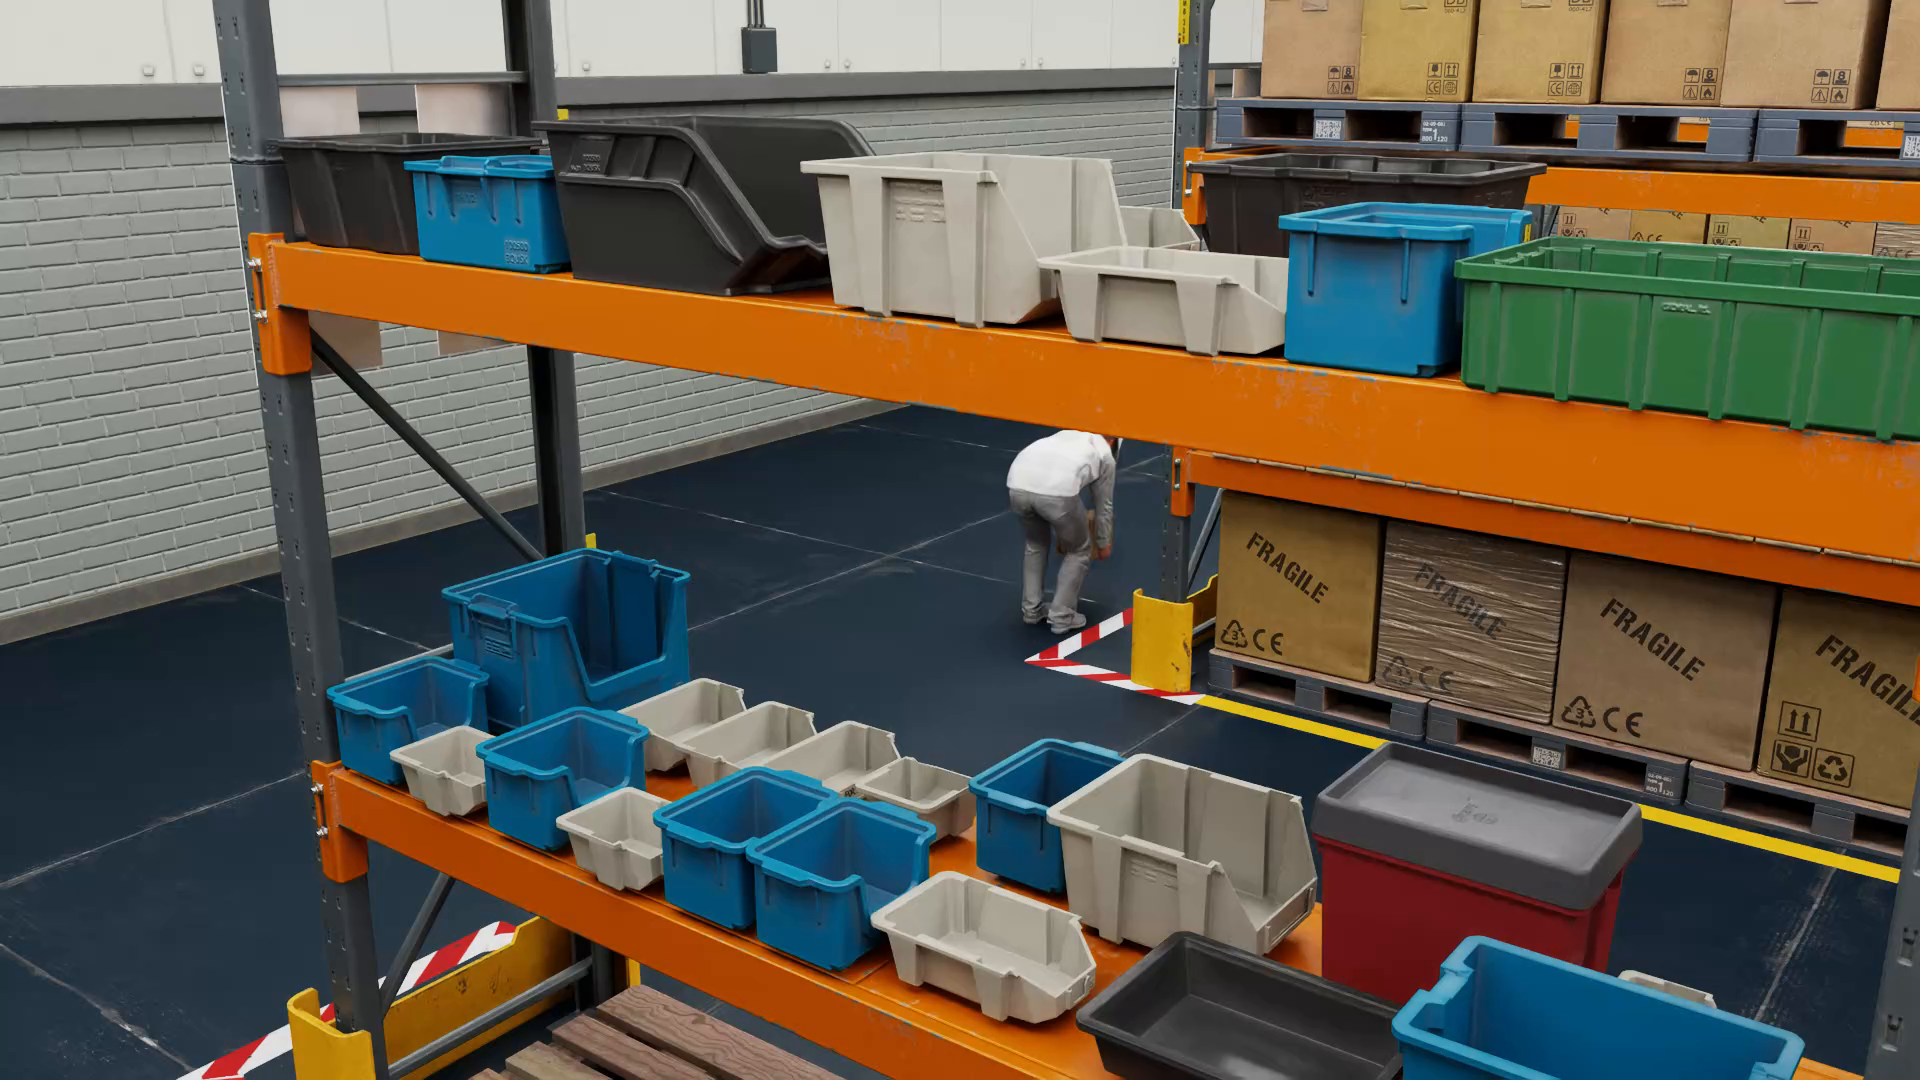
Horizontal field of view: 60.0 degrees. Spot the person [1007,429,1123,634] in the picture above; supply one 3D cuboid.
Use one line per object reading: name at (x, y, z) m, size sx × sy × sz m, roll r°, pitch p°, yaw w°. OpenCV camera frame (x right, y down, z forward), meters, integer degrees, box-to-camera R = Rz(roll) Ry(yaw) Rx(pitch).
person at (0.669, -0.105, 9.948) m, size 0.463 × 1.152 × 1.003 m, roll 11°, pitch 20°, yaw 33°
